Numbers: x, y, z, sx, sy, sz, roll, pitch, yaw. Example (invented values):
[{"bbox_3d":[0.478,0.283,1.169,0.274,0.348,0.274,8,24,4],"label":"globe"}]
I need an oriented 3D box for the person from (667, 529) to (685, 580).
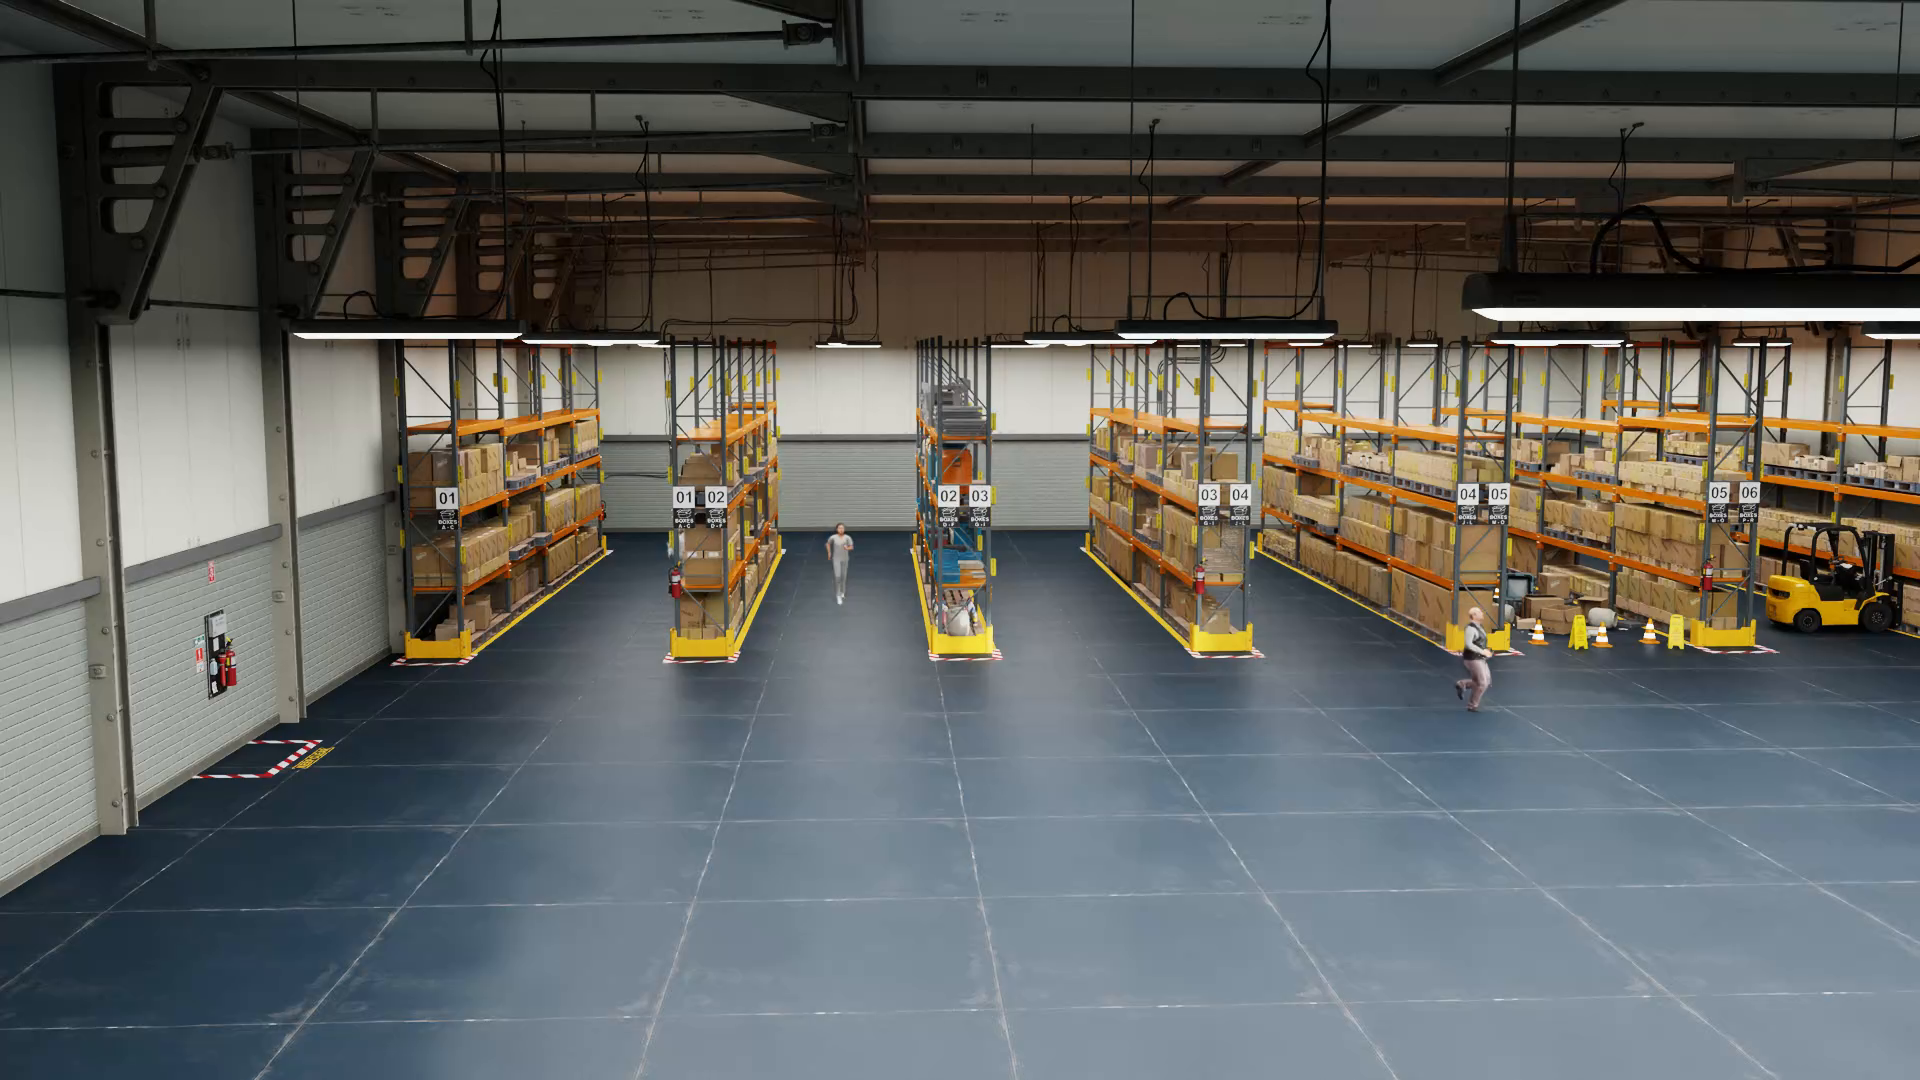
[{"bbox_3d":[-6.699,0.381,39.752,0.607,1.656,0.561,-1,7,-10],"label":"person"}]

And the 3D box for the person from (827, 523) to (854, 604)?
[{"bbox_3d":[-2.592,0.496,36.142,0.543,1.710,0.786,-2,7,-13],"label":"person"}]

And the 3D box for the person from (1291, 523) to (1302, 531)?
[{"bbox_3d":[9.997,-0.774,49.443,0.715,1.827,0.659,-3,7,-24],"label":"person"}]

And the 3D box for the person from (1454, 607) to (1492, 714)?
[{"bbox_3d":[8.163,1.902,26.424,0.609,1.686,0.691,4,7,29],"label":"person"}]
